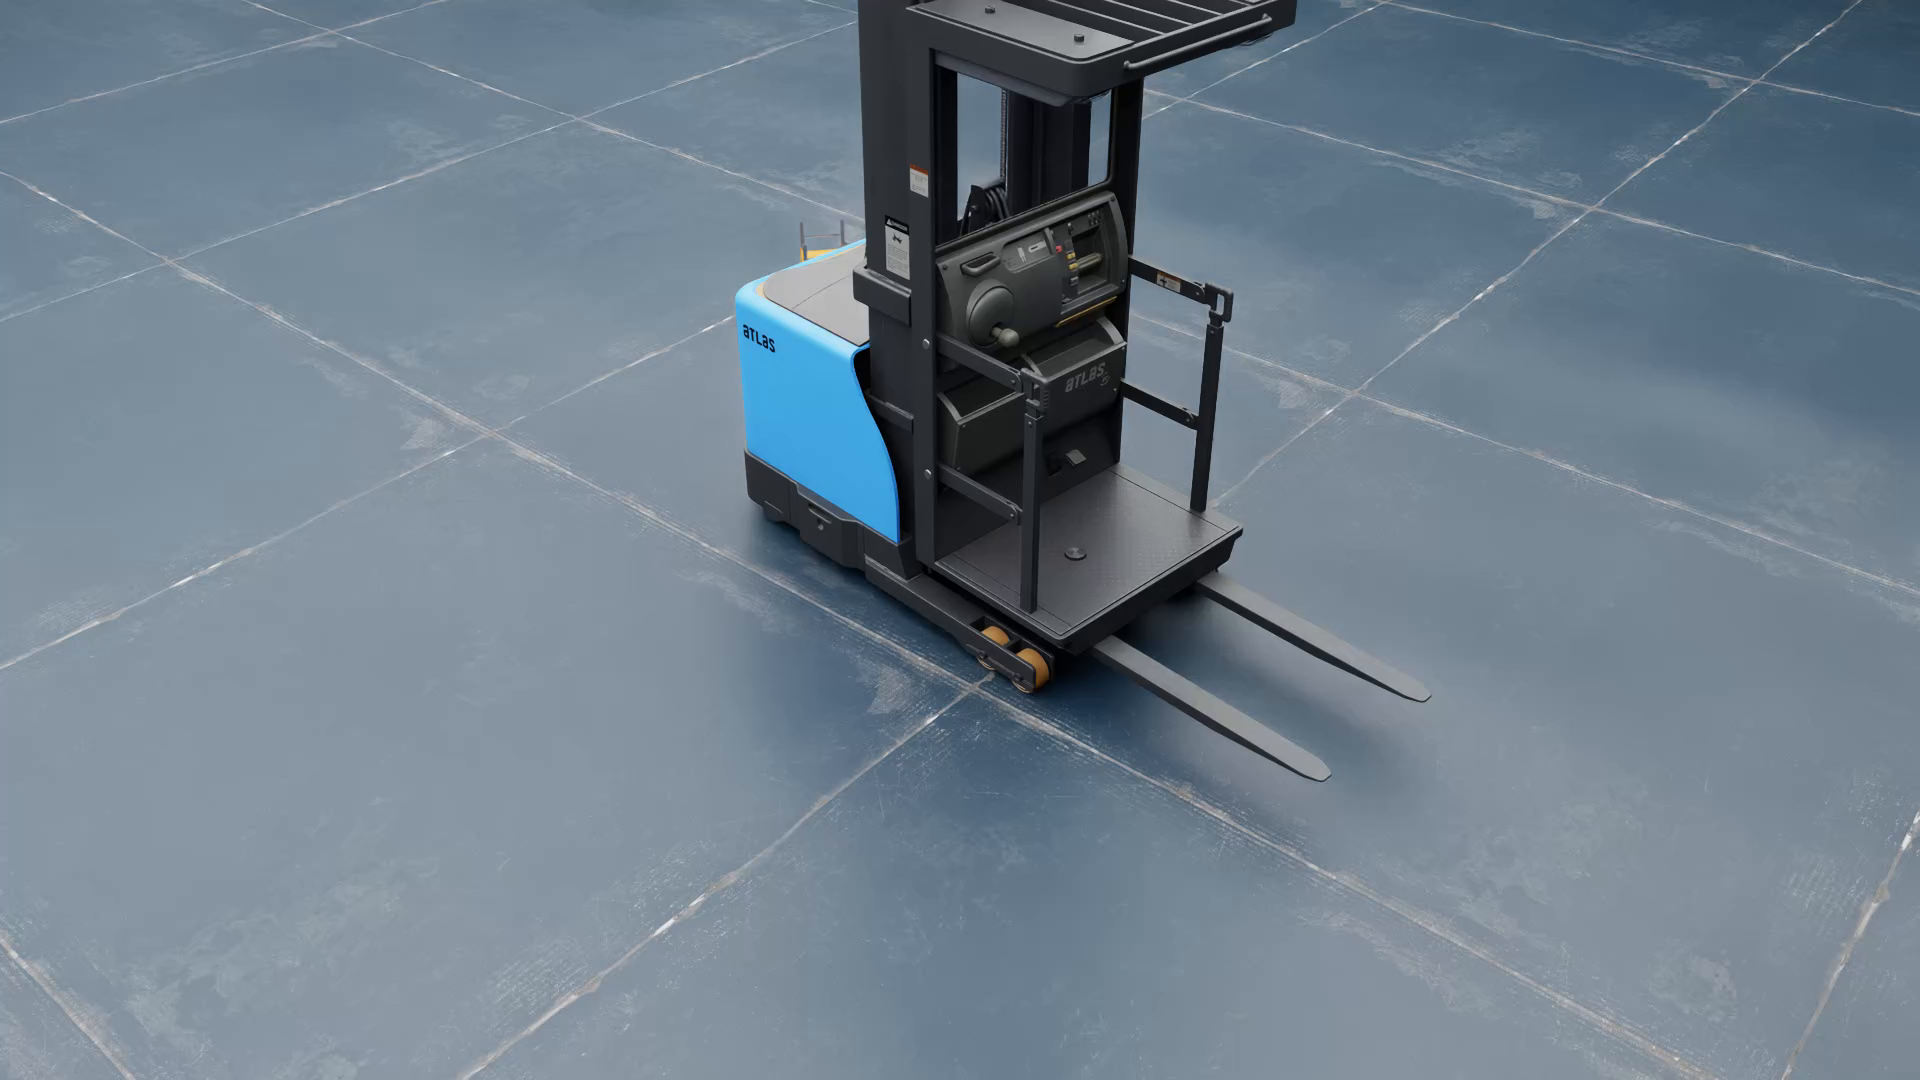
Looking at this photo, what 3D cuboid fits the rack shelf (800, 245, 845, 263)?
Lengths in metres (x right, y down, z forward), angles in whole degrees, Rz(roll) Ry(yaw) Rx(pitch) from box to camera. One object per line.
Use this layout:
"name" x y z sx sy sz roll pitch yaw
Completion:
"rack shelf" -0.607 -1.162 7.532 0.215 0.259 0.240 -5 35 -7

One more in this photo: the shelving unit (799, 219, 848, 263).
"shelving unit" -0.607 -0.937 7.687 0.215 1.050 0.252 -5 35 -7

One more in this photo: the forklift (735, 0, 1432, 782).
"forklift" 0.430 -0.952 6.048 1.130 2.935 3.031 -28 43 -35

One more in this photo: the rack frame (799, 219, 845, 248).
"rack frame" -0.624 -1.005 7.787 0.200 1.050 0.008 -5 35 -7

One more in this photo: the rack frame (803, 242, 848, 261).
"rack frame" -0.590 -0.869 7.588 0.200 1.050 0.008 -5 35 -7
